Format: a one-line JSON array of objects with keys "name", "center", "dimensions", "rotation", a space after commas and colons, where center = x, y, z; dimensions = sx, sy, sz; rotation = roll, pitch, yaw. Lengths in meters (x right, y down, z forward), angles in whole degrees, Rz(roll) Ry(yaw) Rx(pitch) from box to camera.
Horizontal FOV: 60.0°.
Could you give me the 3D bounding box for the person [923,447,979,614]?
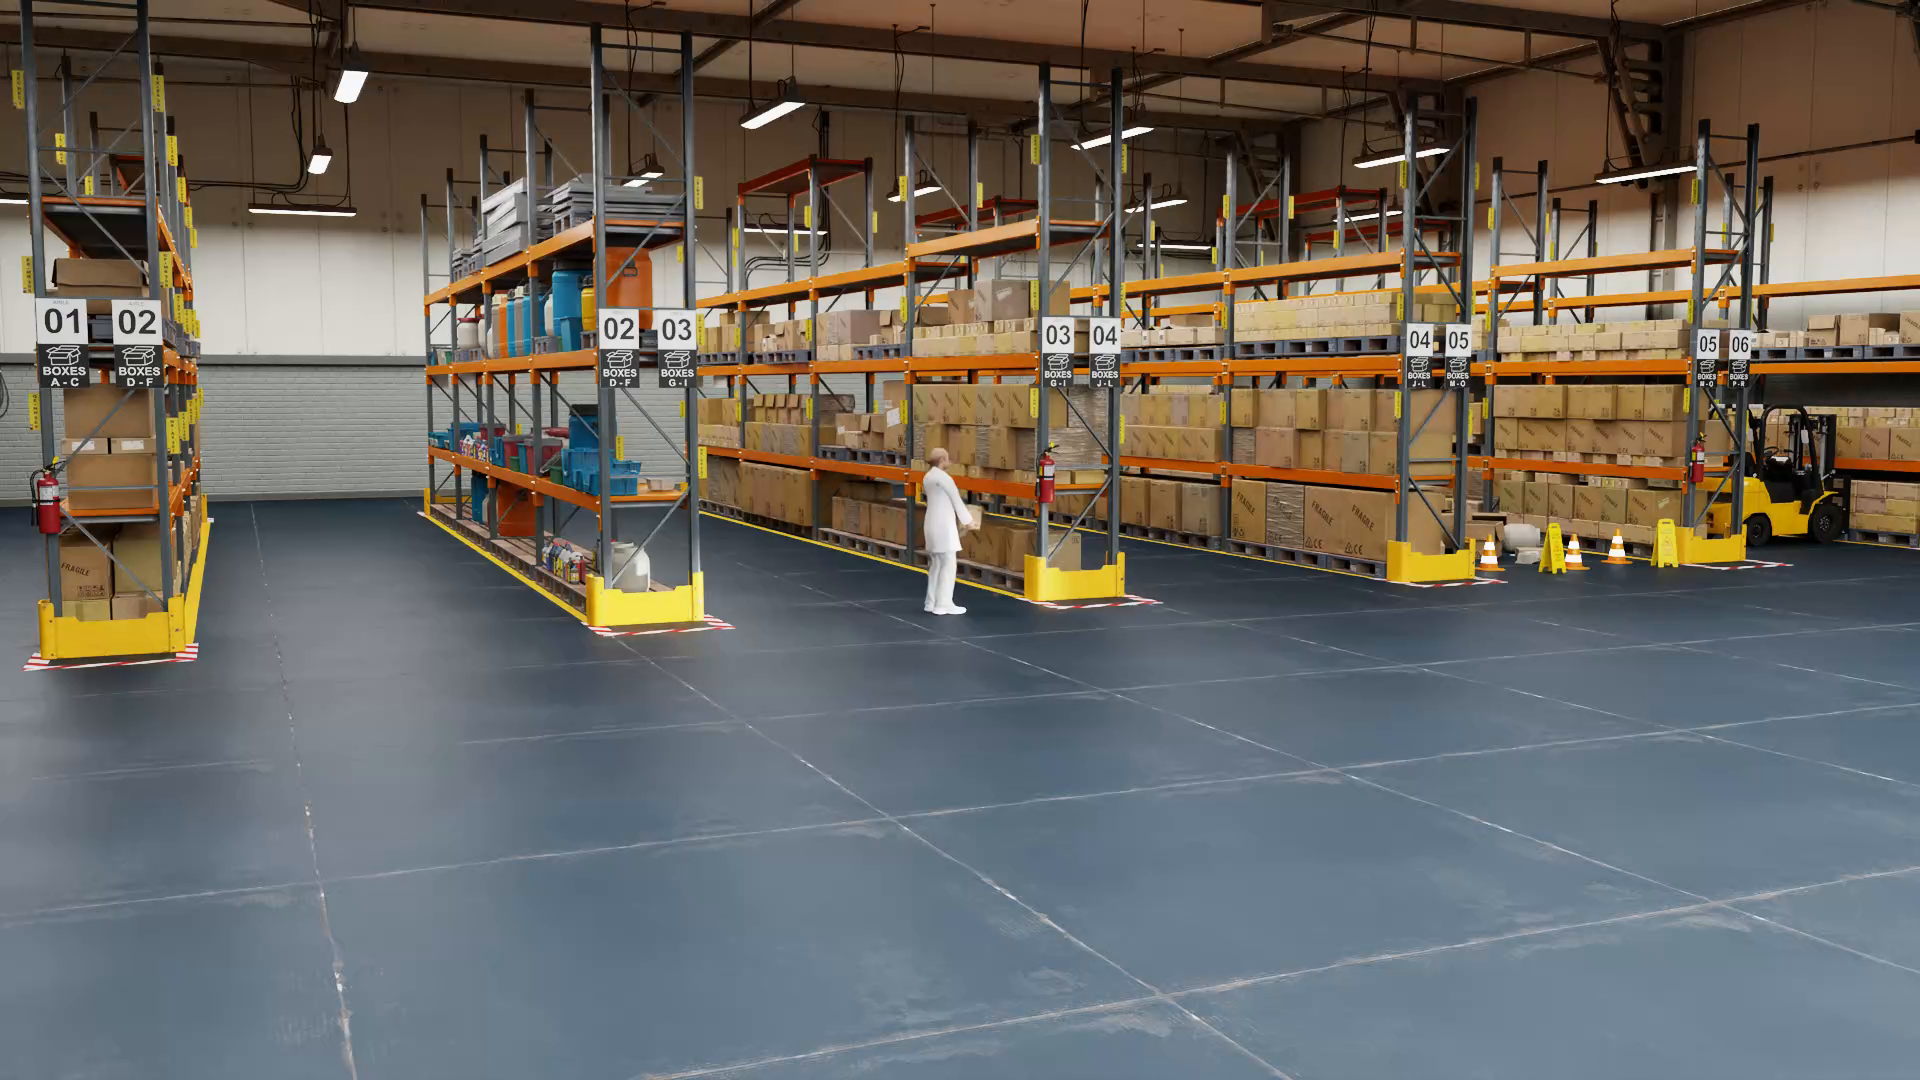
[{"name": "person", "center": [-0.107, -0.105, 17.857], "dimensions": [0.552, 1.780, 0.527], "rotation": [-2, 6, -25]}]
